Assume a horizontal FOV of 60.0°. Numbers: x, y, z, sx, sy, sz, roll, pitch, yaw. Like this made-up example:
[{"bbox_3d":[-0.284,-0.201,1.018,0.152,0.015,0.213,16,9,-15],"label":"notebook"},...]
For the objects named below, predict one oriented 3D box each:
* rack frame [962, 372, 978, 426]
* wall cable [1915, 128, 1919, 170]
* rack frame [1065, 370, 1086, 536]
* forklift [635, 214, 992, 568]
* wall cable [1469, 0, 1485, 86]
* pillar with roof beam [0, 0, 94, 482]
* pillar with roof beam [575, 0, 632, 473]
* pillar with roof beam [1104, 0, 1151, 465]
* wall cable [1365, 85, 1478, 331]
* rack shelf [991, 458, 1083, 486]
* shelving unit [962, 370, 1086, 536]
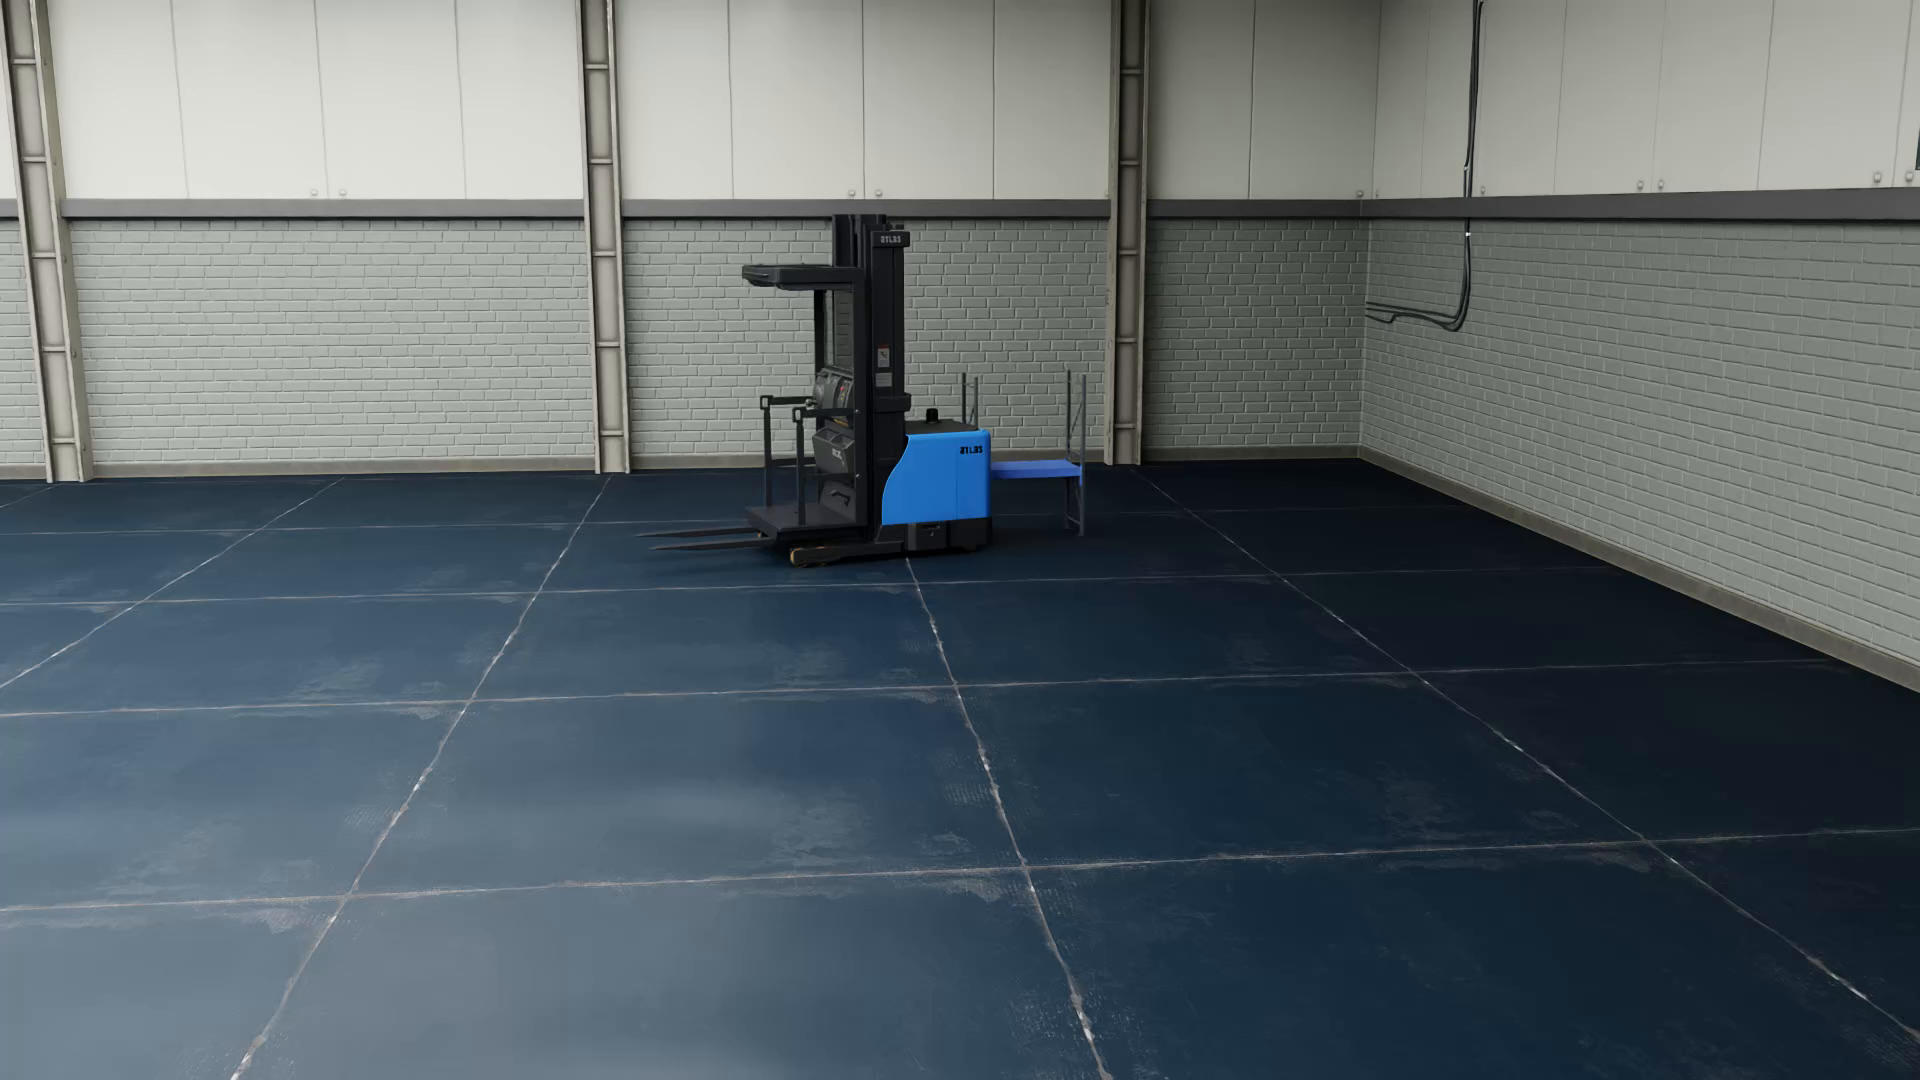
[{"bbox_3d":[0.088,-0.769,15.276,0.032,1.500,0.500,-3,11,-14],"label":"rack frame"},{"bbox_3d":[6.027,-4.996,8.517,0.169,6.003,2.305,-1,11,-6],"label":"wall cable"},{"bbox_3d":[1.076,-0.816,15.514,0.032,1.500,0.500,-3,11,-14],"label":"rack frame"},{"bbox_3d":[-1.281,-1.319,14.359,3.031,2.935,1.130,-5,12,-22],"label":"forklift"},{"bbox_3d":[5.309,-5.583,15.280,0.112,2.526,3.097,-1,11,-6],"label":"wall cable"},{"bbox_3d":[-9.519,-4.264,13.614,0.400,9.000,9.100,-1,11,-6],"label":"pillar with roof beam"},{"bbox_3d":[-3.554,-4.389,14.250,0.400,9.000,9.100,-1,11,-6],"label":"pillar with roof beam"},{"bbox_3d":[2.411,-4.514,14.885,0.400,9.000,9.100,-1,11,-6],"label":"pillar with roof beam"},{"bbox_3d":[5.017,-3.624,18.406,0.112,2.526,3.097,-1,11,-6],"label":"wall cable"},{"bbox_3d":[0.582,-0.616,15.430,1.000,0.185,0.538,-3,11,-14],"label":"rack shelf"},{"bbox_3d":[0.582,-0.793,15.395,1.048,1.500,0.538,-3,11,-14],"label":"shelving unit"}]
